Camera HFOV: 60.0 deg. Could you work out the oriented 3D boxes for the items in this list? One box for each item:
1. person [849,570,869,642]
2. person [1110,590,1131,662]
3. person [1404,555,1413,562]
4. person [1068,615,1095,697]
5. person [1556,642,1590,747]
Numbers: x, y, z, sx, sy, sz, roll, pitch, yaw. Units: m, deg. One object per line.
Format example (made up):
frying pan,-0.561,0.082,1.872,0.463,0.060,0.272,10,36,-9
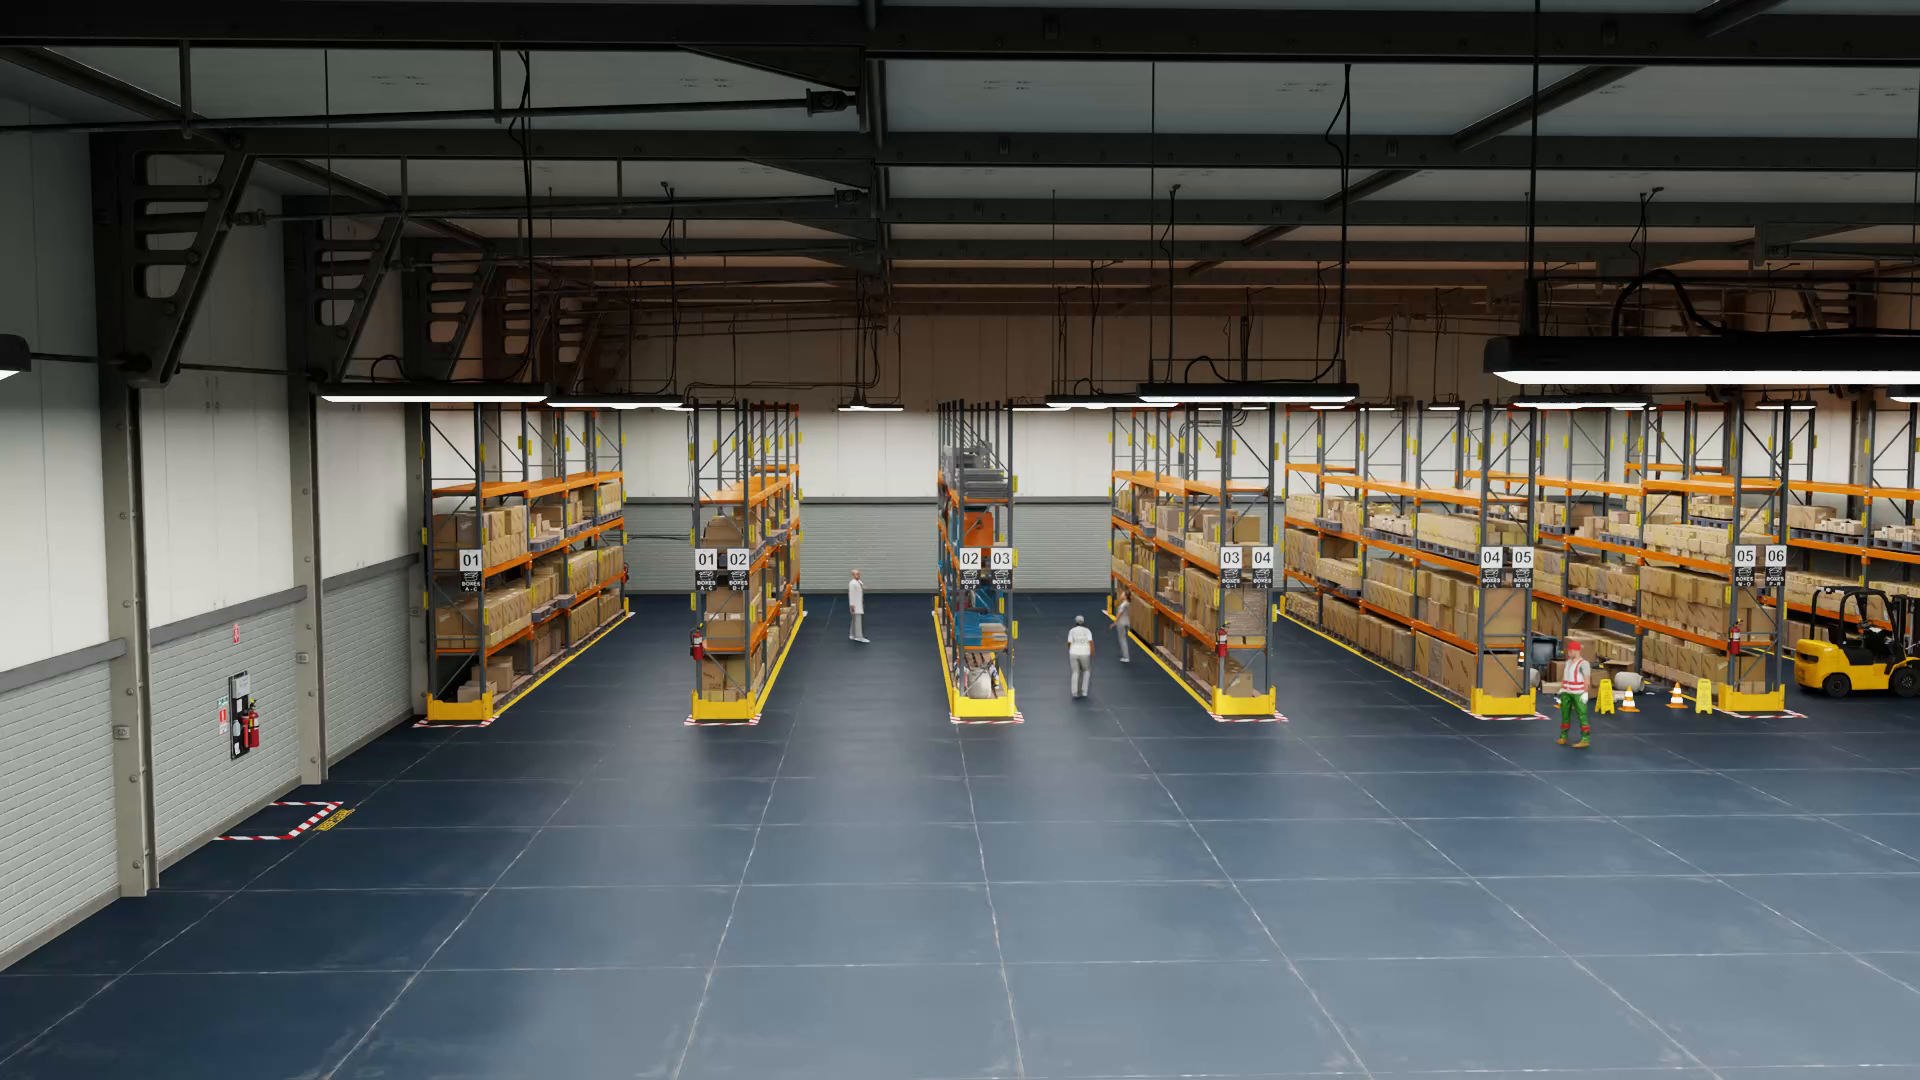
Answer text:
person,-2.528,1.655,41.968,0.571,1.804,0.626,1,4,11
person,3.726,2.000,38.317,0.514,1.717,0.531,-4,6,-39
person,13.498,1.077,49.669,0.738,1.732,0.604,-1,5,-18
person,2.461,2.398,33.719,0.580,1.733,0.652,2,5,22
person,10.548,2.646,28.673,0.439,1.783,0.607,-3,5,-34
